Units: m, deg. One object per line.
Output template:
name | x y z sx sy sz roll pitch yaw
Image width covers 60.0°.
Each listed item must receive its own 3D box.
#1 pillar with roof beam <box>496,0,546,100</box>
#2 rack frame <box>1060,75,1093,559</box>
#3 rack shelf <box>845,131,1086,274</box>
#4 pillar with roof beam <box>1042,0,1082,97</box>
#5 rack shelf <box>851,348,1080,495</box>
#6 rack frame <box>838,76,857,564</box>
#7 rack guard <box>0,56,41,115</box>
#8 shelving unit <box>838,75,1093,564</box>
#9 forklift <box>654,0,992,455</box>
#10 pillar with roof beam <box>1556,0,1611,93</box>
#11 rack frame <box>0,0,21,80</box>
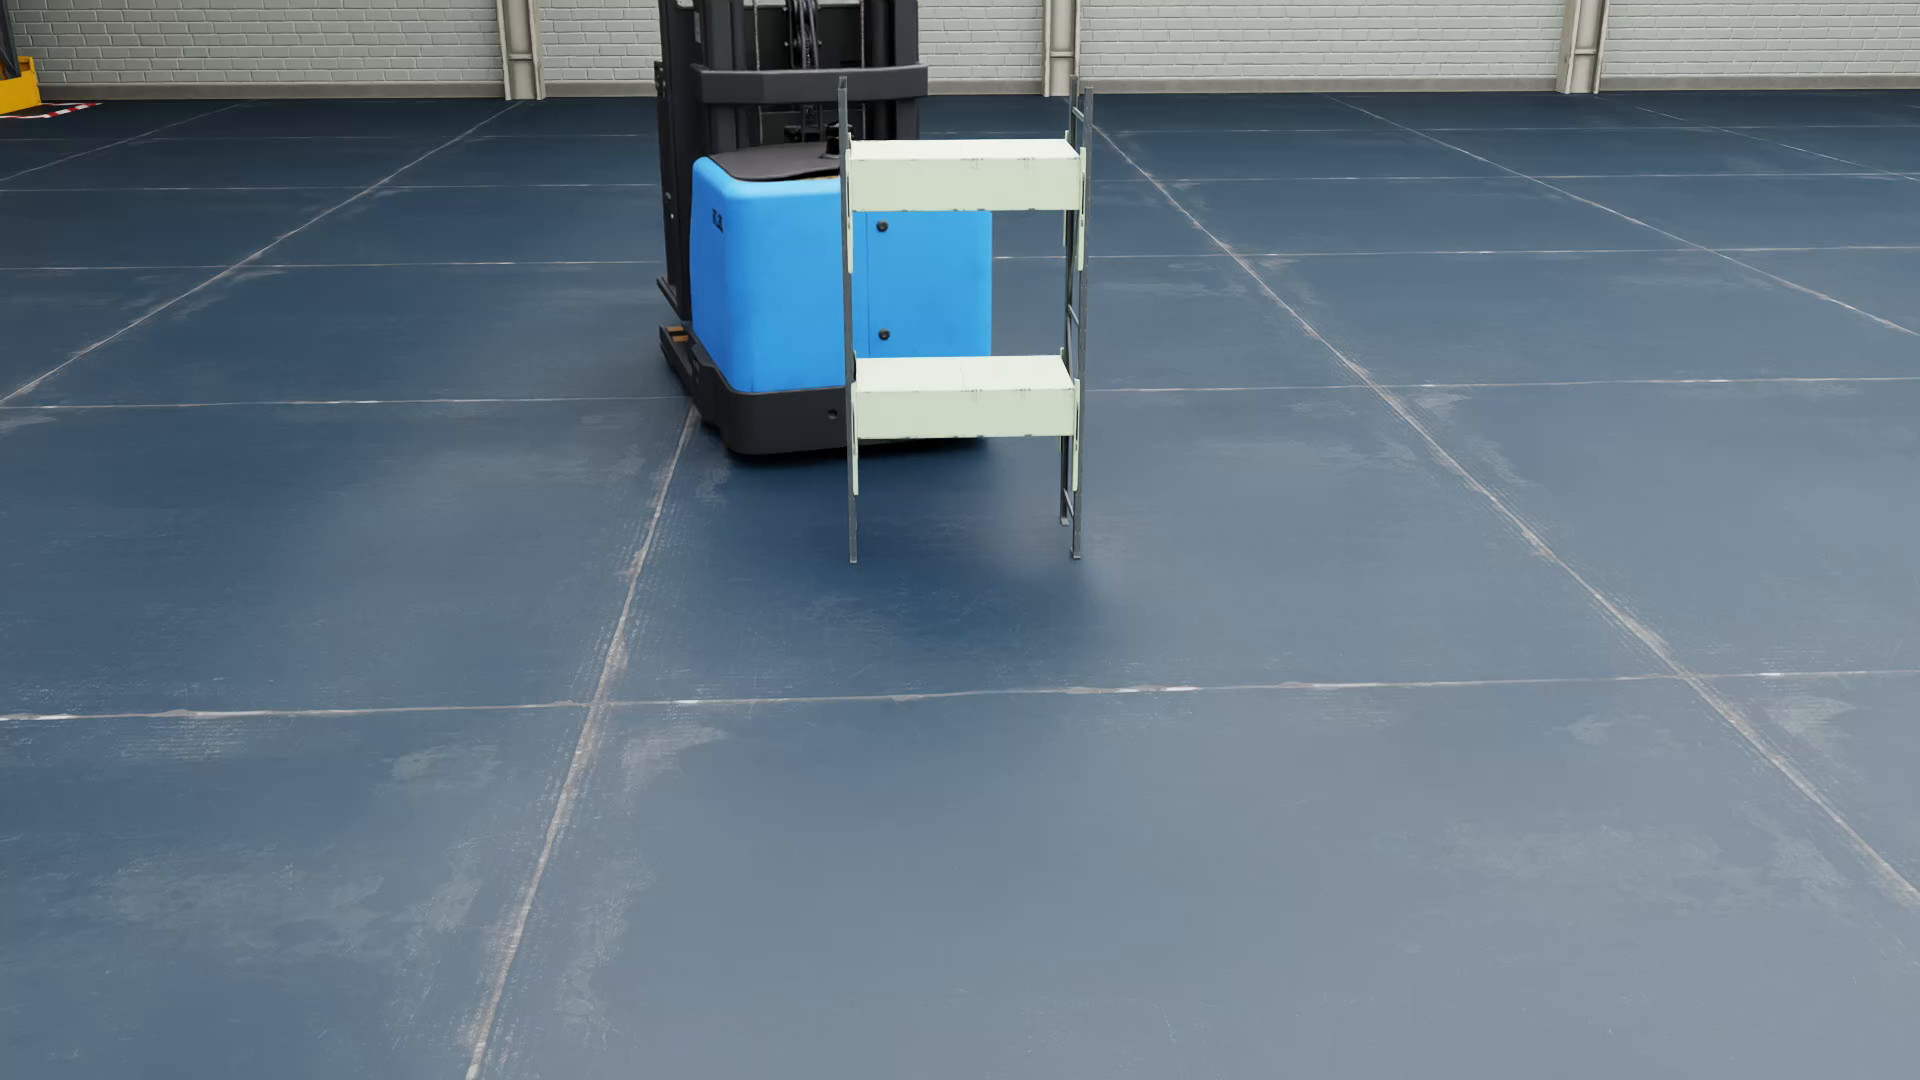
pillar with roof beam | -4.606 -7.615 12.975 0.400 9.000 9.100 -1 21 -3
rack frame | 0.372 -0.708 5.374 0.023 1.500 0.400 -1 21 -3
rack shelf | 0.007 -1.066 5.216 0.720 0.370 0.431 -1 21 -3
pillar with roof beam | 1.384 -7.737 13.296 0.400 9.000 9.100 -1 21 -3
rack shelf | 0.007 -0.396 5.470 0.720 0.370 0.431 -1 21 -3
rack frame | -0.359 -0.694 5.335 0.023 1.500 0.400 -1 21 -3
rack guard | -10.071 -4.745 17.382 0.348 0.500 1.175 -1 21 -3
shelving unit | 0.007 -0.701 5.354 0.755 1.500 0.431 -1 21 -3
forklift | -0.785 -2.182 7.233 1.130 2.935 3.031 -6 22 -16
pillar with roof beam | 7.375 -7.859 13.616 0.400 9.000 9.100 -1 21 -3
rack frame | -10.095 -5.913 16.936 0.127 3.000 1.000 -1 21 -3
